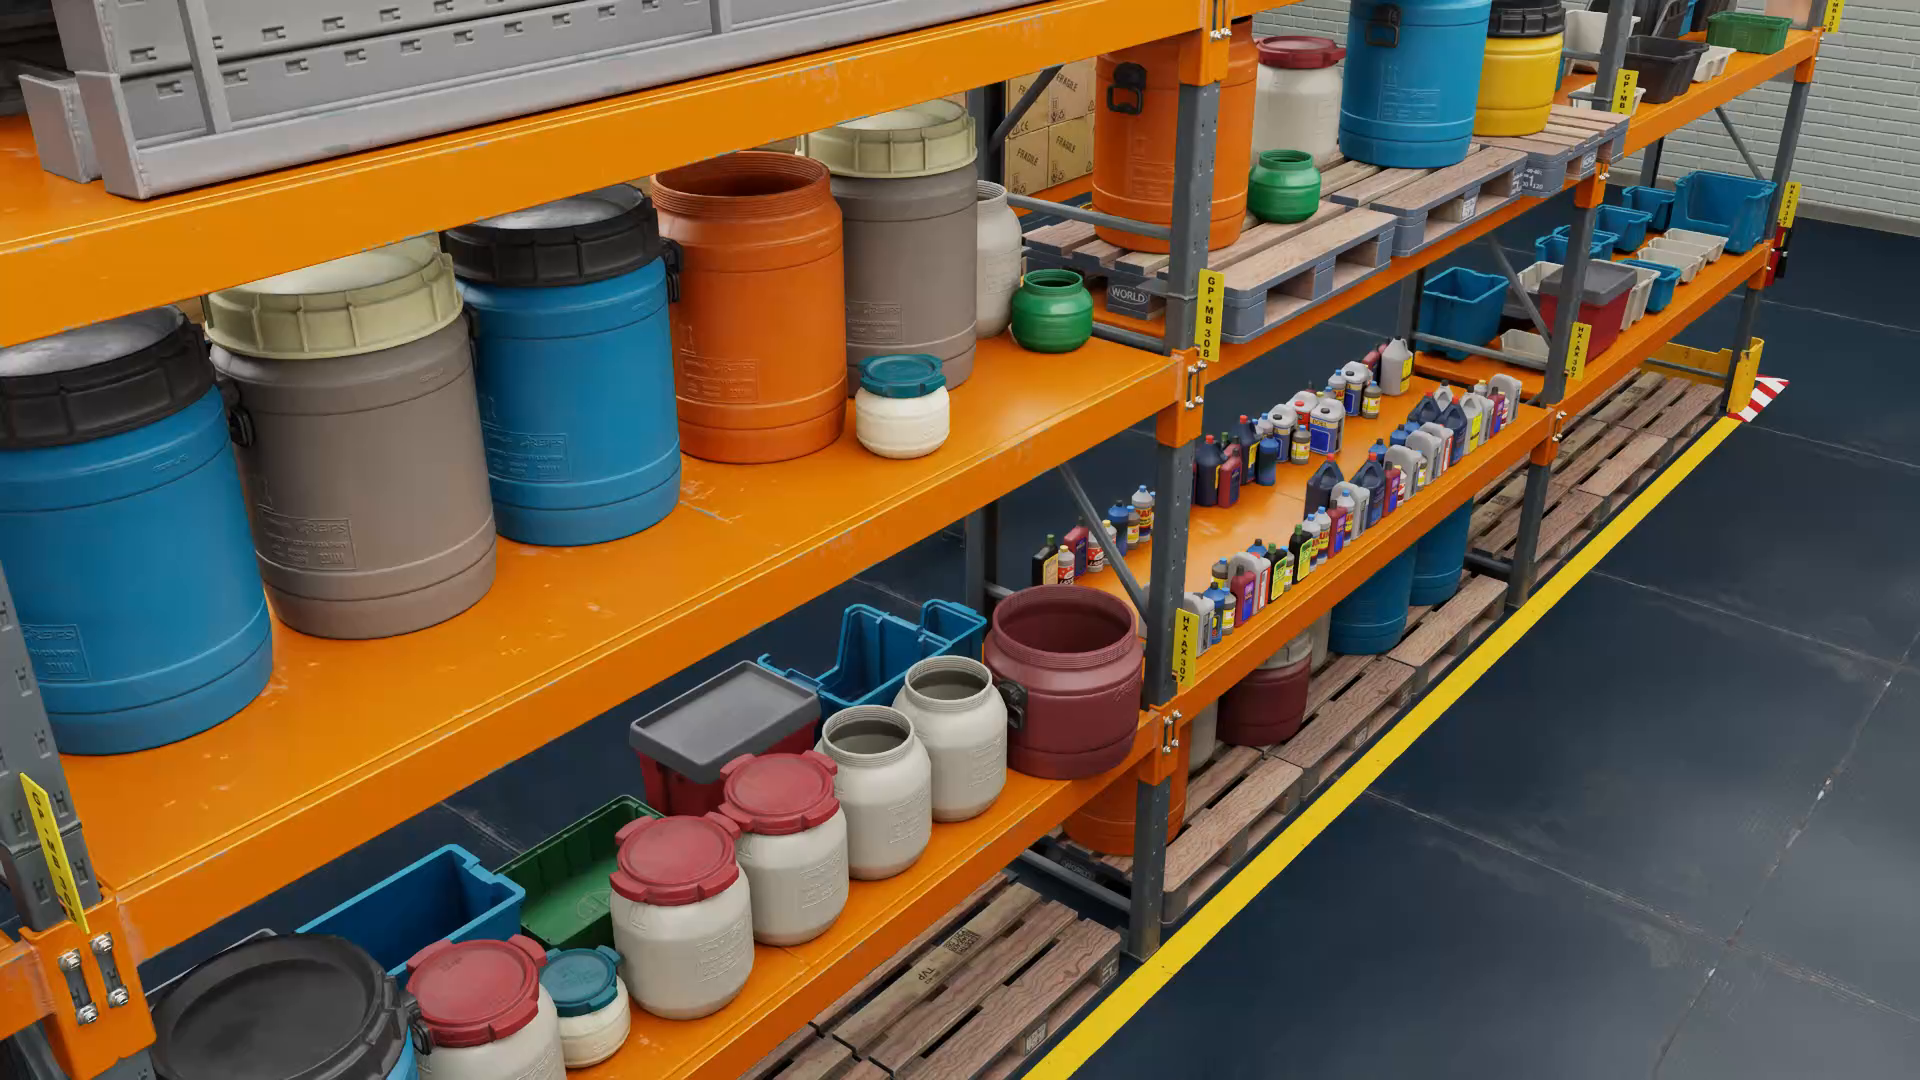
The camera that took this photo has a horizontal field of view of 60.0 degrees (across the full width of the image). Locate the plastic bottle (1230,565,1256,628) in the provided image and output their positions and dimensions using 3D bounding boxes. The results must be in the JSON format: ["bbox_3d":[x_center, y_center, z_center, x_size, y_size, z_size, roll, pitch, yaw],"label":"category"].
[{"bbox_3d":[1.218,0.227,7.174,0.061,0.283,0.133,21,34,34],"label":"plastic bottle"}]

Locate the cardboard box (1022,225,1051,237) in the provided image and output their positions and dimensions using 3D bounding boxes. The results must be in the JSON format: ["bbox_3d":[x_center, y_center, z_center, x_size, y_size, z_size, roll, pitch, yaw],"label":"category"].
[{"bbox_3d":[0.835,-2.635,15.093,0.500,0.250,0.500,21,34,34],"label":"cardboard box"}]

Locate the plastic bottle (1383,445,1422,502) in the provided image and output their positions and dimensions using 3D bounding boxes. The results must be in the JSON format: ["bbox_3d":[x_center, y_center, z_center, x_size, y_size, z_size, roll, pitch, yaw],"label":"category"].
[{"bbox_3d":[2.206,-0.354,8.304,0.152,0.276,0.135,21,34,34],"label":"plastic bottle"}]

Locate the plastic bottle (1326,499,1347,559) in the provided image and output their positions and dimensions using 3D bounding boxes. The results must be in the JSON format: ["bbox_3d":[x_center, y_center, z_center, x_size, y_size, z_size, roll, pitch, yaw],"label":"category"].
[{"bbox_3d":[1.744,-0.066,7.741,0.061,0.283,0.133,21,34,34],"label":"plastic bottle"}]

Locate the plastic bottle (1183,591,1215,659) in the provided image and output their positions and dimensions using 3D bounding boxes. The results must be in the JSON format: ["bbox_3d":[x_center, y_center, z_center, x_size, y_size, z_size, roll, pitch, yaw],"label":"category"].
[{"bbox_3d":[0.974,0.333,6.976,0.152,0.276,0.135,21,34,34],"label":"plastic bottle"}]

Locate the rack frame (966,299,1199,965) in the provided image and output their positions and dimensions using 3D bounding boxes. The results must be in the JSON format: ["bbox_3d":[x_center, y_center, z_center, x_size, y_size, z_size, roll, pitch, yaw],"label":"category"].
[{"bbox_3d":[0.449,0.337,6.834,1.000,3.000,0.127,21,34,34],"label":"rack frame"}]

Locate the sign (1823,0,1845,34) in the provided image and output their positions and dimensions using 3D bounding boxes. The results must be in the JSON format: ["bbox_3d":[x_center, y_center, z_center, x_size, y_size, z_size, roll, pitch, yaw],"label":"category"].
[{"bbox_3d":[5.973,-3.630,11.352,0.100,0.325,0.005,21,34,34],"label":"sign"}]

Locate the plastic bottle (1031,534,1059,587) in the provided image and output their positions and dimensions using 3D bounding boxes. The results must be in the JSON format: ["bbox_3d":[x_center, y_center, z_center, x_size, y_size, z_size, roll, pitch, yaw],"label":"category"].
[{"bbox_3d":[0.377,0.121,7.379,0.061,0.283,0.133,21,34,34],"label":"plastic bottle"}]

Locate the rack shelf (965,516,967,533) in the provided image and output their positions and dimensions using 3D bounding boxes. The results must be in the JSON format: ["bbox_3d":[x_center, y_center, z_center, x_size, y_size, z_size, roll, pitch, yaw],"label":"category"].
[{"bbox_3d":[0.034,-0.229,10.678,0.215,0.259,0.240,21,34,34],"label":"rack shelf"}]

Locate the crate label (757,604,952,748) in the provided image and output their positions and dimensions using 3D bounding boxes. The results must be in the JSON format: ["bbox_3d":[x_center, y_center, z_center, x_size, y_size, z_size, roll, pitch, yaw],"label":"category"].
[{"bbox_3d":[-0.391,0.595,6.298,0.502,0.435,0.616,21,34,34],"label":"crate label"}]

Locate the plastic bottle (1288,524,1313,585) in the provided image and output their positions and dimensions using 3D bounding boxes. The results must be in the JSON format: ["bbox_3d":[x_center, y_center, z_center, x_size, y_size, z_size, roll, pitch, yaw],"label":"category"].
[{"bbox_3d":[1.535,0.050,7.516,0.061,0.283,0.133,21,34,34],"label":"plastic bottle"}]

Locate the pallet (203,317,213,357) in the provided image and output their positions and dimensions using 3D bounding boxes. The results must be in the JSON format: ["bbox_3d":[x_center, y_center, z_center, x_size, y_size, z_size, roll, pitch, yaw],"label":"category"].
[{"bbox_3d":[-6.636,-1.577,13.569,1.003,0.211,1.213,21,34,34],"label":"pallet"}]

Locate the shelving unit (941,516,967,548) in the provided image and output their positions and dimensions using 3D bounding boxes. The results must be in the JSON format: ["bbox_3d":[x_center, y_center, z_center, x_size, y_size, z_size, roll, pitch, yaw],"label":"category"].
[{"bbox_3d":[0.034,-0.485,10.545,0.215,1.050,0.252,21,34,34],"label":"shelving unit"}]

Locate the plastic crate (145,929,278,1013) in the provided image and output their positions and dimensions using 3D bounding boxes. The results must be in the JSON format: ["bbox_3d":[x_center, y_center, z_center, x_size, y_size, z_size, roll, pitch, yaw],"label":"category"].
[{"bbox_3d":[-2.023,1.466,4.583,0.402,0.464,0.583,21,34,34],"label":"plastic crate"}]

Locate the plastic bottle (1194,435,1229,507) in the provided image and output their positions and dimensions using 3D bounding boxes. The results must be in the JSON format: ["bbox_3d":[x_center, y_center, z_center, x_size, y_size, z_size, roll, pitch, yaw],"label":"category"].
[{"bbox_3d":[1.238,-0.359,8.232,0.144,0.351,0.185,21,34,34],"label":"plastic bottle"}]

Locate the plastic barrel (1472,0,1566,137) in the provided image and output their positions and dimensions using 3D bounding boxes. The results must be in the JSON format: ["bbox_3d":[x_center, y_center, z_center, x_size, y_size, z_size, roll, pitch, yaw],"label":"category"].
[{"bbox_3d":[2.570,-2.301,8.006,0.600,0.588,0.600,0,27,0],"label":"plastic barrel"}]

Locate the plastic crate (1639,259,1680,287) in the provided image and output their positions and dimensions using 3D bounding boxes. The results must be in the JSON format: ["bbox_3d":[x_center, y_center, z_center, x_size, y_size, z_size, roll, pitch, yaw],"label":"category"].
[{"bbox_3d":[4.631,-1.752,11.094,0.298,0.136,0.250,21,34,34],"label":"plastic crate"}]

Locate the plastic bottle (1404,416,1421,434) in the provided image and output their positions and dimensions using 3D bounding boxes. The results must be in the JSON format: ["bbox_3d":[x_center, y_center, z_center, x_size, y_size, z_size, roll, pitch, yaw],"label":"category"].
[{"bbox_3d":[2.331,-0.511,8.614,0.097,0.271,0.097,0,27,0],"label":"plastic bottle"}]

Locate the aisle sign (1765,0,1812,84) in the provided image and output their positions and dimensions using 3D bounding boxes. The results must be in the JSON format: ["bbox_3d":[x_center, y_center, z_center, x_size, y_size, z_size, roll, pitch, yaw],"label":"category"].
[{"bbox_3d":[5.810,-3.594,11.603,0.394,0.787,0.004,21,34,34],"label":"aisle sign"}]

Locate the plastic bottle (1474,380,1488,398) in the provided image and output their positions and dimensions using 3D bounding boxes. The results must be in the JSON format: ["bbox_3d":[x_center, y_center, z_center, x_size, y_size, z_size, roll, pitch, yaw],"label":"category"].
[{"bbox_3d":[2.884,-0.789,9.226,0.097,0.201,0.097,0,27,0],"label":"plastic bottle"}]

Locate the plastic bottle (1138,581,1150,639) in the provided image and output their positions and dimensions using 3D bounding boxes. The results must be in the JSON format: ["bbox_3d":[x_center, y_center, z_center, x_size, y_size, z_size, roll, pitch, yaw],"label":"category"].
[{"bbox_3d":[0.856,0.289,7.062,0.152,0.276,0.135,21,34,34],"label":"plastic bottle"}]

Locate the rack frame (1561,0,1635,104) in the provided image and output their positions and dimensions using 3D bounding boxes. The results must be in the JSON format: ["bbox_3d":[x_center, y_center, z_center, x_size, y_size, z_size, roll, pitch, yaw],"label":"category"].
[{"bbox_3d":[2.993,-3.746,8.197,1.000,3.000,0.127,21,34,34],"label":"rack frame"}]

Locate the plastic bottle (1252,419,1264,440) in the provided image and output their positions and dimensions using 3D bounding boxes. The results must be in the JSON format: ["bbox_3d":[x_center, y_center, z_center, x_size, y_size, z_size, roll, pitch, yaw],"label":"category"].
[{"bbox_3d":[1.512,-0.493,8.579,0.097,0.271,0.097,0,27,0],"label":"plastic bottle"}]

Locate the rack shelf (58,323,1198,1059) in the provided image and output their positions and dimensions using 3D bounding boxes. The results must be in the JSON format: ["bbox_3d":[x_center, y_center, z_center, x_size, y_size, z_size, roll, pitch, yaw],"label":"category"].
[{"bbox_3d":[-0.823,0.033,4.939,1.077,0.370,4.000,21,34,34],"label":"rack shelf"}]

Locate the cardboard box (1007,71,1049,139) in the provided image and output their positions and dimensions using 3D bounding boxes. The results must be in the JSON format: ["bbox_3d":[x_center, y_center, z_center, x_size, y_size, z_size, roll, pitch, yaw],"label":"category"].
[{"bbox_3d":[0.346,-3.469,12.994,0.500,0.500,0.500,20,33,33],"label":"cardboard box"}]

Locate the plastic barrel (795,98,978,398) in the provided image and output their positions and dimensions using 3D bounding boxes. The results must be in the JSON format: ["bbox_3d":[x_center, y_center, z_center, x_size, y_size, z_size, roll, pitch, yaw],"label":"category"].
[{"bbox_3d":[-0.241,-0.990,5.589,0.600,0.901,0.600,0,27,0],"label":"plastic barrel"}]

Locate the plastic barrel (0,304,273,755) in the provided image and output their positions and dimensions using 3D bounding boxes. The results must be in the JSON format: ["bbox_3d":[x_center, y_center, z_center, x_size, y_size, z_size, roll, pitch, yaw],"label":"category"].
[{"bbox_3d":[-1.939,-0.043,3.759,0.600,0.901,0.708,21,34,34],"label":"plastic barrel"}]

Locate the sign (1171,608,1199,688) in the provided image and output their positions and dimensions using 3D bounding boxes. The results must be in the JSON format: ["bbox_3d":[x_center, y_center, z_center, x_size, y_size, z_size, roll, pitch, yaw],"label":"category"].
[{"bbox_3d":[0.878,0.423,6.491,0.100,0.325,0.005,21,34,34],"label":"sign"}]

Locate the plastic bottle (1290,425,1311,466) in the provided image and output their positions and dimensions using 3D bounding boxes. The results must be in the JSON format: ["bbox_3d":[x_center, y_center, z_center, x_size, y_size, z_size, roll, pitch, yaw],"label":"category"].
[{"bbox_3d":[1.777,-0.500,8.668,0.097,0.201,0.097,0,27,0],"label":"plastic bottle"}]

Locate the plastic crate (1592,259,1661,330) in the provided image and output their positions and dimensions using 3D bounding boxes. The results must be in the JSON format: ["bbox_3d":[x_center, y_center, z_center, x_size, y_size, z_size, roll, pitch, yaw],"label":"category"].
[{"bbox_3d":[4.107,-1.543,10.531,0.437,0.282,0.530,21,34,34],"label":"plastic crate"}]

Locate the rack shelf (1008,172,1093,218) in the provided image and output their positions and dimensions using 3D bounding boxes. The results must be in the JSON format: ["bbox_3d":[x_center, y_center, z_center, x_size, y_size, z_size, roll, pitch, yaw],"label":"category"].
[{"bbox_3d":[0.446,-2.920,13.912,1.077,0.370,4.000,21,34,34],"label":"rack shelf"}]

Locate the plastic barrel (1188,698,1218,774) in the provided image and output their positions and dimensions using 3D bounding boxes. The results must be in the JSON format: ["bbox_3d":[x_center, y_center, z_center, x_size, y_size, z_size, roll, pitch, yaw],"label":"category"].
[{"bbox_3d":[1.037,0.851,8.092,0.421,0.512,0.421,0,27,0],"label":"plastic barrel"}]

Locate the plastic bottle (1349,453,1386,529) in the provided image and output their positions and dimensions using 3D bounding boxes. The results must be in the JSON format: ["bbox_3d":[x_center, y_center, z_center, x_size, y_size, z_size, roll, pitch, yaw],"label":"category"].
[{"bbox_3d":[1.961,-0.247,8.017,0.144,0.351,0.185,21,34,34],"label":"plastic bottle"}]

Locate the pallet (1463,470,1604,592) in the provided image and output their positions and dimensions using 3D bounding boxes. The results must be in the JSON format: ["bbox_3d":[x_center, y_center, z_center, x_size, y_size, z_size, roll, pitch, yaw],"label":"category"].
[{"bbox_3d":[3.431,-0.115,10.742,1.003,0.211,1.213,21,34,34],"label":"pallet"}]

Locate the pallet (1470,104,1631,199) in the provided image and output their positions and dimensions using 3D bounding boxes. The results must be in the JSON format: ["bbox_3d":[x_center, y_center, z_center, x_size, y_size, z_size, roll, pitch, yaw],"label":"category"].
[{"bbox_3d":[2.570,-2.023,8.337,1.213,0.211,1.003,21,34,34],"label":"pallet"}]

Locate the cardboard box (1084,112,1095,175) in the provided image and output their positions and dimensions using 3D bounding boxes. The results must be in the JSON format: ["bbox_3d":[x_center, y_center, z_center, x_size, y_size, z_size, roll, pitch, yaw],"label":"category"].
[{"bbox_3d":[0.994,-3.394,13.938,0.500,0.500,0.500,21,34,35],"label":"cardboard box"}]

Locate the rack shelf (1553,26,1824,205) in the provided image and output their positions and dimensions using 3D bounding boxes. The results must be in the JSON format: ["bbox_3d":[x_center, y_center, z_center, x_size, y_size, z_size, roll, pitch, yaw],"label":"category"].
[{"bbox_3d":[4.266,-2.803,10.422,1.077,0.370,4.000,21,34,34],"label":"rack shelf"}]

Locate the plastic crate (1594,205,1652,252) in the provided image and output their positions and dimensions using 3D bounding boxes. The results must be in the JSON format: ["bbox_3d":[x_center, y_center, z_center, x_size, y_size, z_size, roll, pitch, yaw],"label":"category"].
[{"bbox_3d":[4.708,-2.227,11.907,0.416,0.233,0.300,21,34,34],"label":"plastic crate"}]

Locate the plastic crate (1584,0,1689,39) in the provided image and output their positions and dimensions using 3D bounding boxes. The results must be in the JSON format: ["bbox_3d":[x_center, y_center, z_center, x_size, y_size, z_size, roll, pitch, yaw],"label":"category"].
[{"bbox_3d":[4.354,-3.343,10.750,0.504,0.338,0.767,21,34,34],"label":"plastic crate"}]

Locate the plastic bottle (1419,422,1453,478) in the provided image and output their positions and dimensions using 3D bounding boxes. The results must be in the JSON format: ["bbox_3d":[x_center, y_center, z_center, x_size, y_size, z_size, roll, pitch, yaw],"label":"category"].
[{"bbox_3d":[2.439,-0.484,8.555,0.152,0.276,0.135,21,34,34],"label":"plastic bottle"}]

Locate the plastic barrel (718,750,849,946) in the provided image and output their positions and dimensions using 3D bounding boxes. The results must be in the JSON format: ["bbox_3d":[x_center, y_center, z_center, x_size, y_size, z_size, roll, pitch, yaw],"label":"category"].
[{"bbox_3d":[-0.575,1.006,5.393,0.433,0.535,0.433,0,27,0],"label":"plastic barrel"}]

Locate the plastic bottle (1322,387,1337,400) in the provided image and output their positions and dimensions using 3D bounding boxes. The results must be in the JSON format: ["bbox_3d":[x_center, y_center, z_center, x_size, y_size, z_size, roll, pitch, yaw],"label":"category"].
[{"bbox_3d":[2.016,-0.743,9.138,0.097,0.201,0.097,0,27,0],"label":"plastic bottle"}]

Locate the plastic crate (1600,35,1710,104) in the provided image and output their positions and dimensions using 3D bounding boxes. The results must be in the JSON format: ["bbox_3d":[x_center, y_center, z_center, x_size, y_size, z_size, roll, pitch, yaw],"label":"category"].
[{"bbox_3d":[3.995,-2.716,9.613,0.497,0.269,0.590,21,34,34],"label":"plastic crate"}]

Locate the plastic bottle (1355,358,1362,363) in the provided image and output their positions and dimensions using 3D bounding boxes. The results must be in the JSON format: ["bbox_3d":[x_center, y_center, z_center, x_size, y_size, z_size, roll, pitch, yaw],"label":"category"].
[{"bbox_3d":[2.225,-0.891,9.347,0.097,0.271,0.097,0,27,0],"label":"plastic bottle"}]

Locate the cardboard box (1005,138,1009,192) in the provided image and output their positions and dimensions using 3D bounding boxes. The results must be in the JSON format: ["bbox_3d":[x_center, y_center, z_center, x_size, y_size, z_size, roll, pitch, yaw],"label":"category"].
[{"bbox_3d":[0.031,-2.858,12.901,0.500,0.500,0.500,21,34,35],"label":"cardboard box"}]

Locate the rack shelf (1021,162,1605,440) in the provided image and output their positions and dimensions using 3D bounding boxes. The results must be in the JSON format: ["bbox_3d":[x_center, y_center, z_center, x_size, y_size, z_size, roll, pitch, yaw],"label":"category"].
[{"bbox_3d":[1.721,-1.385,7.681,1.077,0.370,4.000,21,34,34],"label":"rack shelf"}]

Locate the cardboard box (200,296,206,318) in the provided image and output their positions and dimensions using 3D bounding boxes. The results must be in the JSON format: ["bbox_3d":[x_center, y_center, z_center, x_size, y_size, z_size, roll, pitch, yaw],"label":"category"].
[{"bbox_3d":[-6.064,-2.321,13.855,0.750,0.750,0.750,21,34,34],"label":"cardboard box"}]

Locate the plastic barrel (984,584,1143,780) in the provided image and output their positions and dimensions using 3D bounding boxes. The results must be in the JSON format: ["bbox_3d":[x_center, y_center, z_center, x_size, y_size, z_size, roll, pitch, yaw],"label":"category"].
[{"bbox_3d":[0.388,0.530,6.314,0.600,0.536,0.708,21,34,34],"label":"plastic barrel"}]

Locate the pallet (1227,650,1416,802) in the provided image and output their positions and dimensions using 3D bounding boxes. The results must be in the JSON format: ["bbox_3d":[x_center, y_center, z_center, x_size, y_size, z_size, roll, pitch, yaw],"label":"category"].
[{"bbox_3d":[1.695,0.853,8.871,1.003,0.211,1.213,21,34,34],"label":"pallet"}]

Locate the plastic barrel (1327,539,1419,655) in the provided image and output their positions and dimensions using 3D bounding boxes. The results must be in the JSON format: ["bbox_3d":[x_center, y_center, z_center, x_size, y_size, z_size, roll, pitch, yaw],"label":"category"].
[{"bbox_3d":[2.184,0.103,9.113,0.600,0.901,0.708,21,34,34],"label":"plastic barrel"}]

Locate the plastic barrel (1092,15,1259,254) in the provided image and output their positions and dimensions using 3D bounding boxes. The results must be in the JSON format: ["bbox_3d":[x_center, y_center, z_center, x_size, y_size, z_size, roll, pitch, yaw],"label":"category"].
[{"bbox_3d":[0.813,-1.573,6.337,0.600,0.830,0.708,21,34,34],"label":"plastic barrel"}]

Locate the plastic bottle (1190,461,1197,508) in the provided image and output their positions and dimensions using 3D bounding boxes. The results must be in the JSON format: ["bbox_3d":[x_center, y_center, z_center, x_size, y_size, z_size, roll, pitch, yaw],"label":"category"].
[{"bbox_3d":[1.104,-0.285,8.162,0.061,0.283,0.133,21,34,34],"label":"plastic bottle"}]

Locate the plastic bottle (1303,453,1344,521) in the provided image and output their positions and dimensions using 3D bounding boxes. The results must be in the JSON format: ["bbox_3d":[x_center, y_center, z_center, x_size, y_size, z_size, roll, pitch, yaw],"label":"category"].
[{"bbox_3d":[1.758,-0.244,8.011,0.144,0.351,0.185,21,34,34],"label":"plastic bottle"}]

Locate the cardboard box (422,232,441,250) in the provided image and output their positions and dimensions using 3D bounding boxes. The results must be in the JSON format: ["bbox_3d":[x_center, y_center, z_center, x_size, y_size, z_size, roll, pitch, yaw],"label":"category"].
[{"bbox_3d":[-3.057,-1.599,10.011,0.700,0.500,0.500,10,29,18],"label":"cardboard box"}]

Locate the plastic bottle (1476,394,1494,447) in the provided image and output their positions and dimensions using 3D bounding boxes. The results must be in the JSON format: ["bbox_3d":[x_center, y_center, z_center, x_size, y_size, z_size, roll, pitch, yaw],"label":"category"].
[{"bbox_3d":[2.760,-0.662,8.901,0.152,0.276,0.135,21,34,34],"label":"plastic bottle"}]
